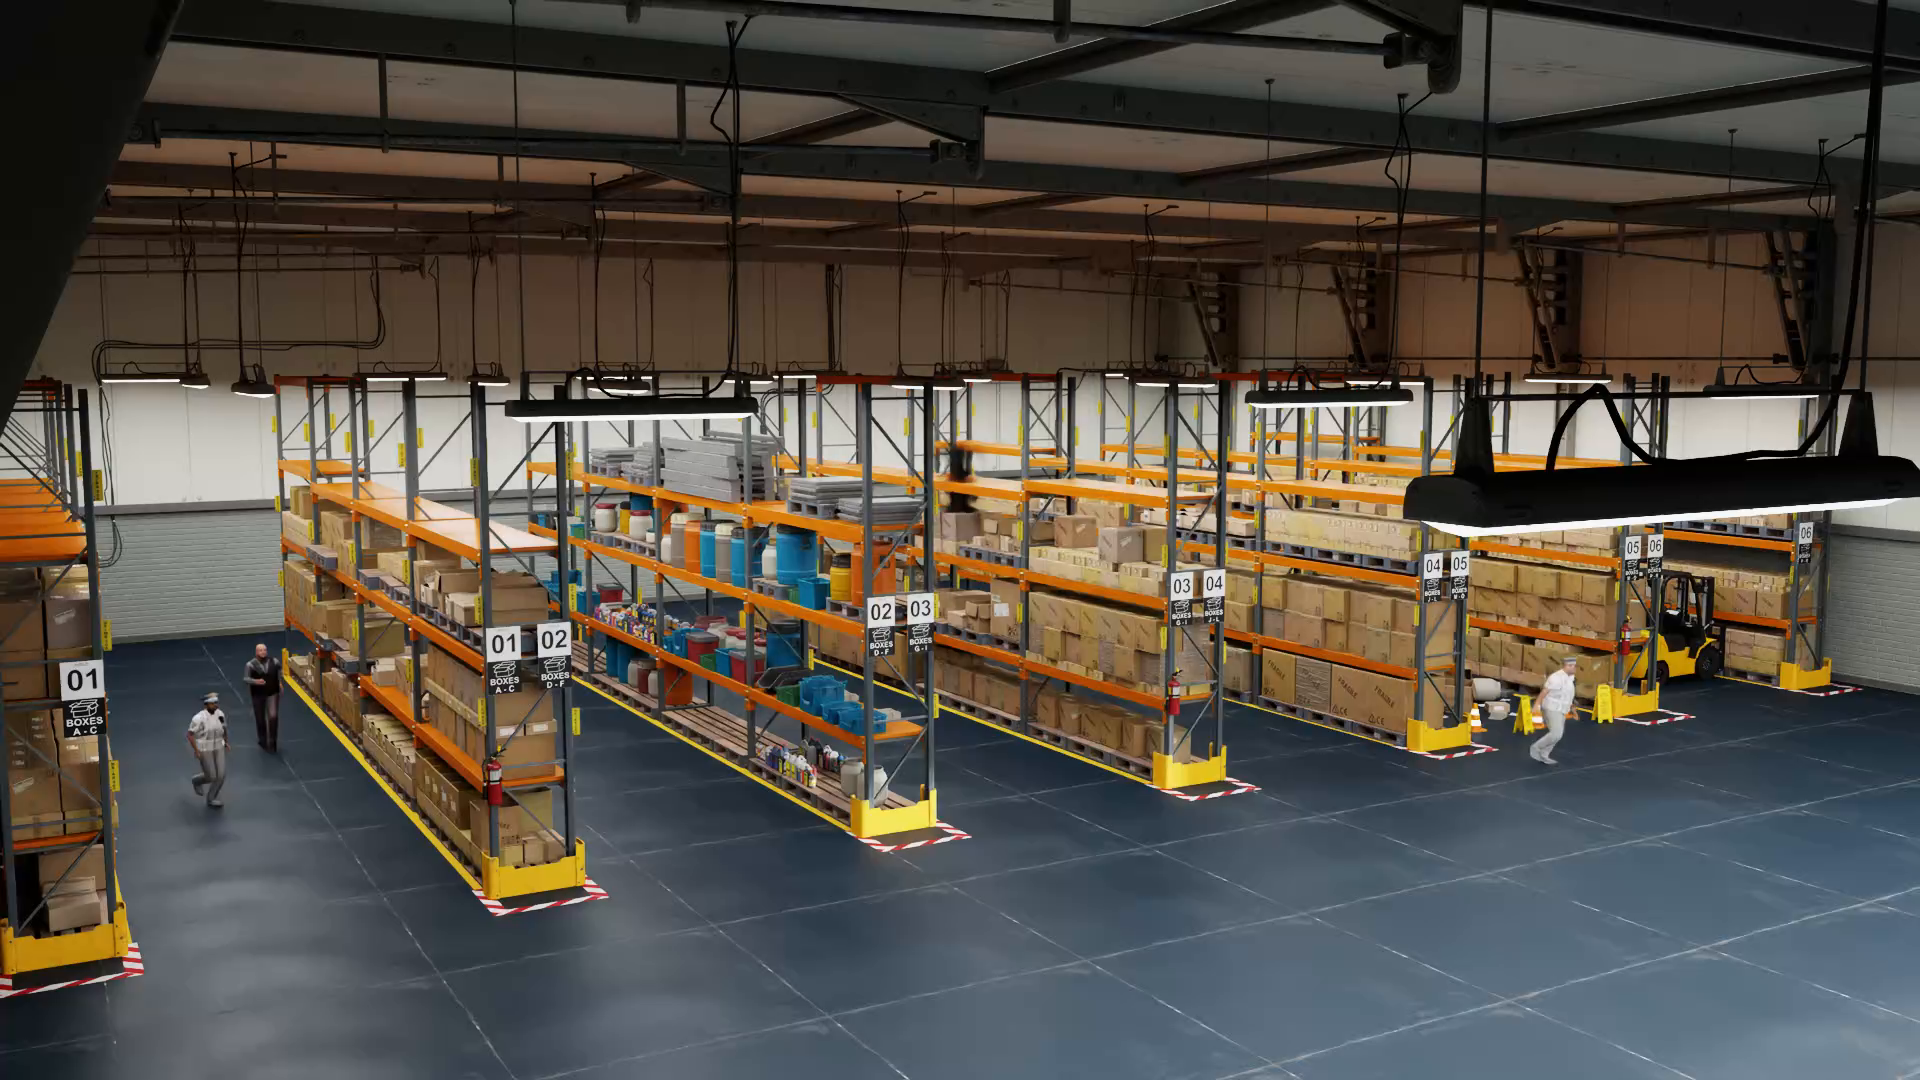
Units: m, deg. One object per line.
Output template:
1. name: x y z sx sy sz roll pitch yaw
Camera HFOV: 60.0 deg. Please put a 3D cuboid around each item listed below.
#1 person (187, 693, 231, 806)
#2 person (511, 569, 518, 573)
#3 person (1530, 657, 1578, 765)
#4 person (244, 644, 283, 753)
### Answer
1. person: -10.634 2.951 23.548 0.589 1.637 0.563 5 8 38
2. person: -10.313 1.495 37.327 0.959 1.599 0.569 -5 8 -37
3. person: 9.269 2.658 25.946 0.604 1.708 0.708 6 8 42
4. person: -11.229 2.547 26.847 0.596 1.775 0.833 -3 7 -24
